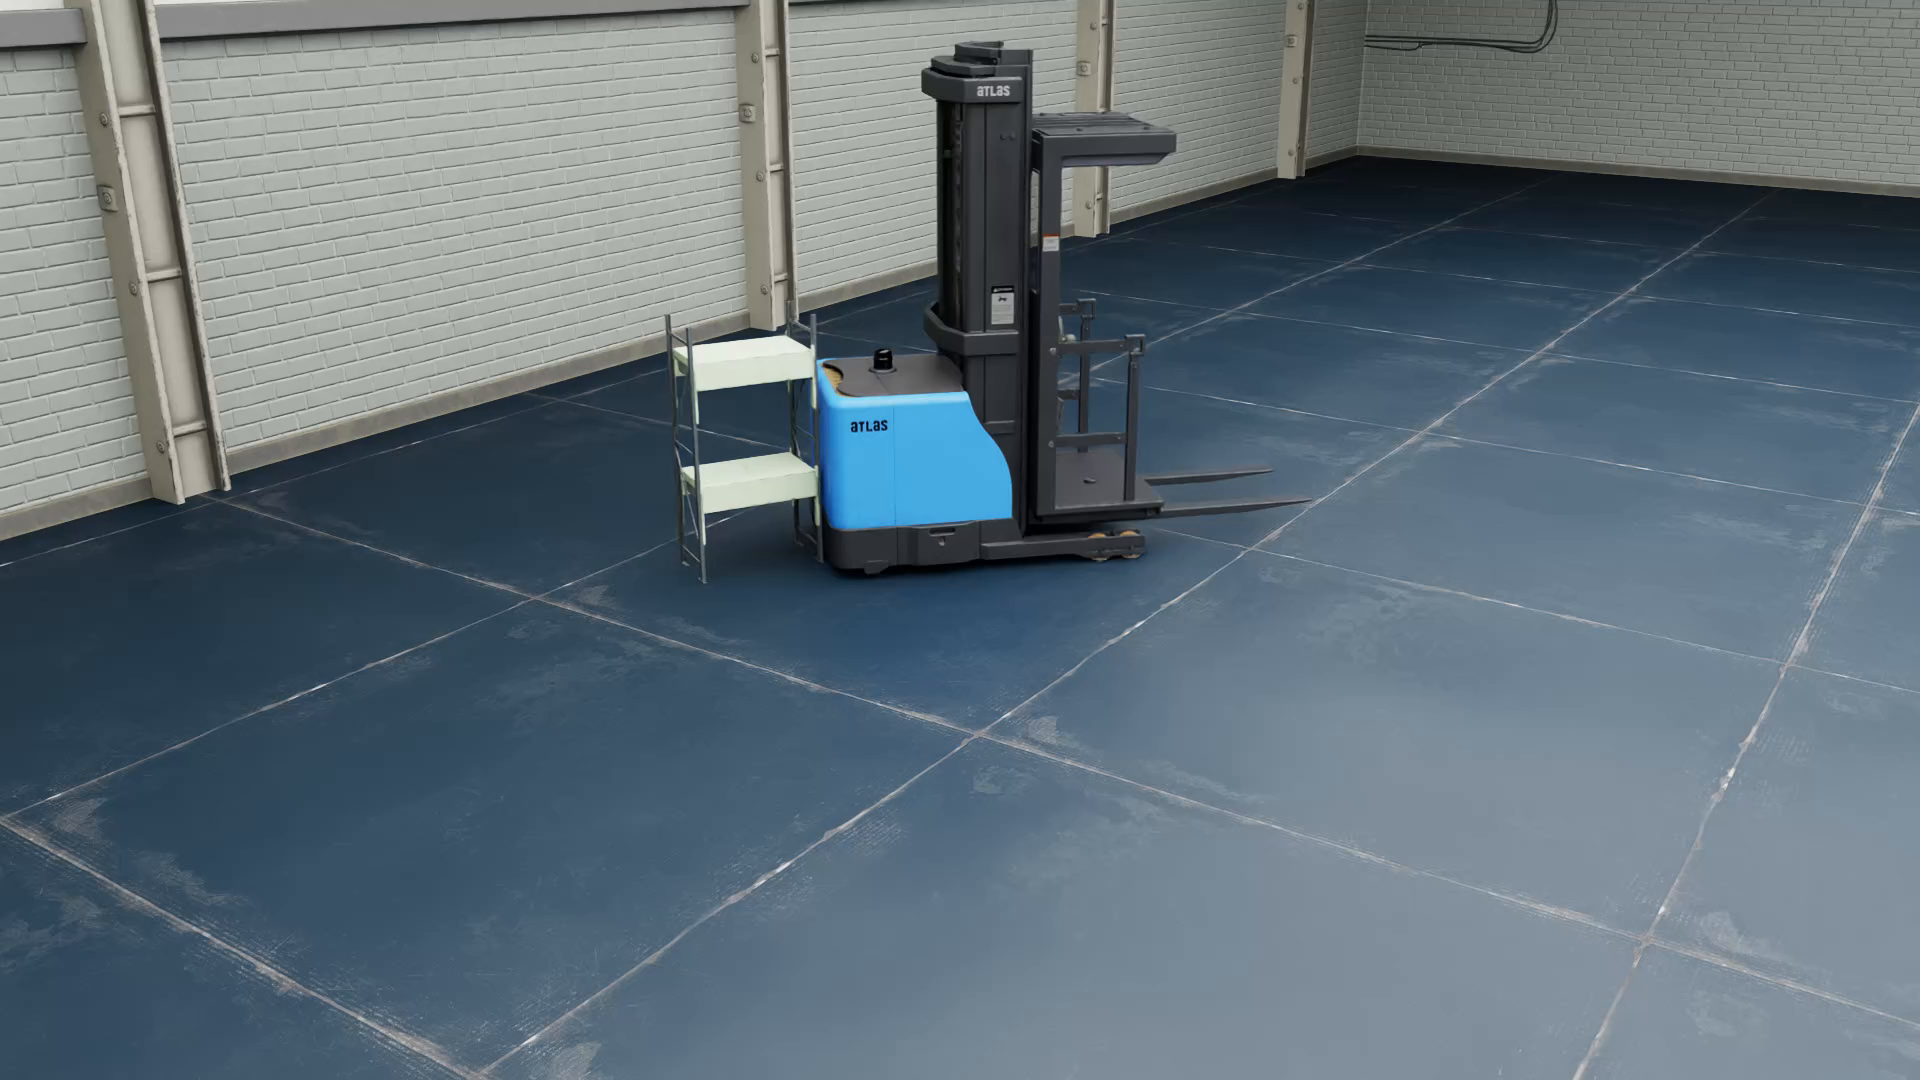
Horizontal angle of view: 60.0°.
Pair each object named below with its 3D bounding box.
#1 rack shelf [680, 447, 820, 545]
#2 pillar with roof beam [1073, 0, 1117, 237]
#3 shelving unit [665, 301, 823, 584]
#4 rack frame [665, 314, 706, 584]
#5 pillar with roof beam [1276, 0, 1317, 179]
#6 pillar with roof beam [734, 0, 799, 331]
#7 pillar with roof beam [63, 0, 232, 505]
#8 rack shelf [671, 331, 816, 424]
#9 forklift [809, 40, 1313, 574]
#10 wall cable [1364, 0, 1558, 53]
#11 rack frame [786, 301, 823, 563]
[{"bbox_3d":[-1.240,-0.265,9.759,0.720,0.370,0.431,-10,23,-26],"label":"rack shelf"},{"bbox_3d":[5.166,-7.142,16.602,9.100,9.000,0.400,13,24,32],"label":"pillar with roof beam"},{"bbox_3d":[-1.240,-0.571,9.646,0.755,1.500,0.431,-10,23,-26],"label":"shelving unit"},{"bbox_3d":[-1.566,-0.512,9.488,0.023,1.500,0.400,-10,23,-26],"label":"rack frame"},{"bbox_3d":[8.539,-8.863,21.256,9.100,9.000,0.400,13,24,32],"label":"pillar with roof beam"},{"bbox_3d":[1.794,-5.420,11.948,9.100,9.000,0.400,13,24,32],"label":"pillar with roof beam"},{"bbox_3d":[-1.579,-3.699,7.294,9.100,9.000,0.400,13,24,32],"label":"pillar with roof beam"},{"bbox_3d":[-1.240,-0.937,9.511,0.720,0.370,0.431,-10,23,-26],"label":"rack shelf"},{"bbox_3d":[0.639,-1.420,9.879,3.031,2.935,1.130,-4,21,-11],"label":"forklift"},{"bbox_3d":[7.729,-8.834,25.652,3.097,2.526,0.112,13,24,32],"label":"wall cable"},{"bbox_3d":[-0.915,-0.629,9.804,0.023,1.500,0.400,-10,23,-26],"label":"rack frame"}]
